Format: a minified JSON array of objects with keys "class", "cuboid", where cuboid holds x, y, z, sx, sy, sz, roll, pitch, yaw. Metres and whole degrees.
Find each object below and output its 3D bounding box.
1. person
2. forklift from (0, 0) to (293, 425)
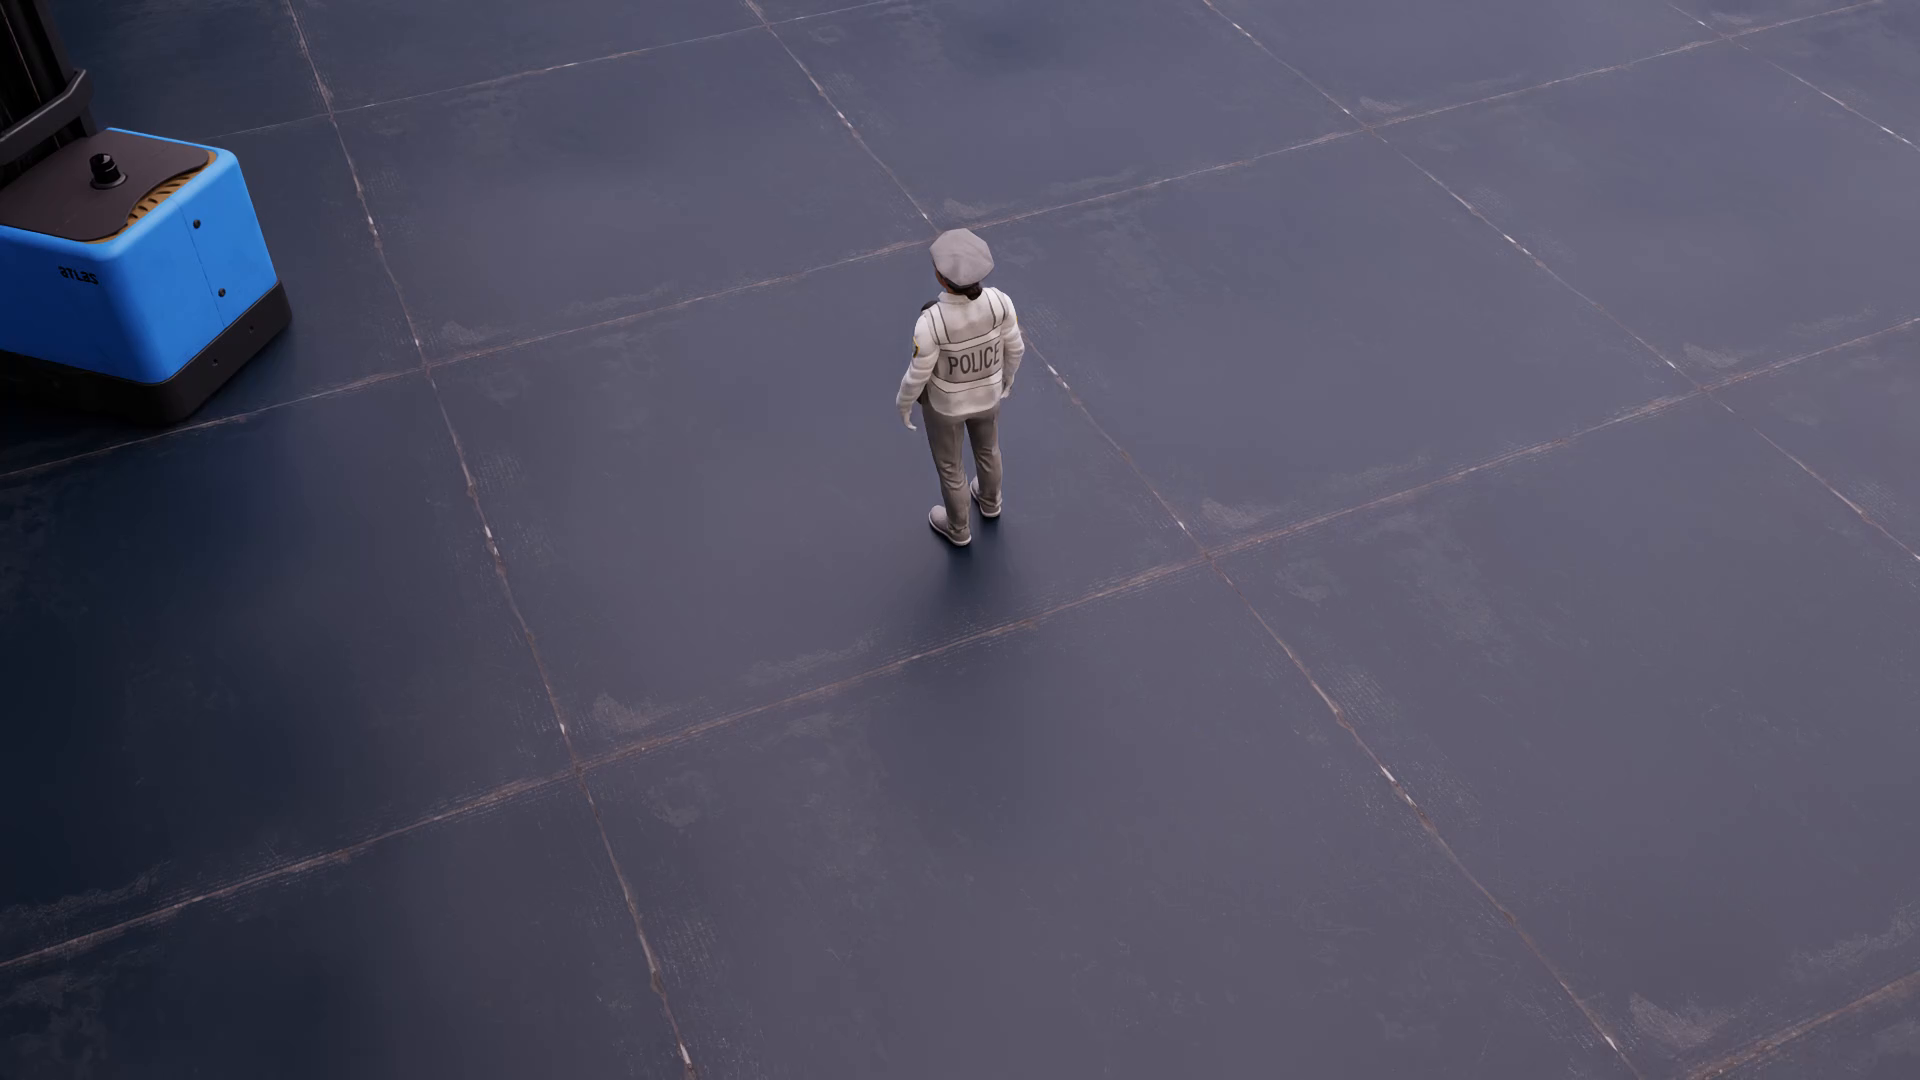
[{"class":"person","cuboid":[-0.023,-0.669,7.293,0.587,1.695,0.531,-18,46,-18]},{"class":"forklift","cuboid":[-5.193,-2.255,8.096,3.031,2.935,1.130,13,45,14]}]
